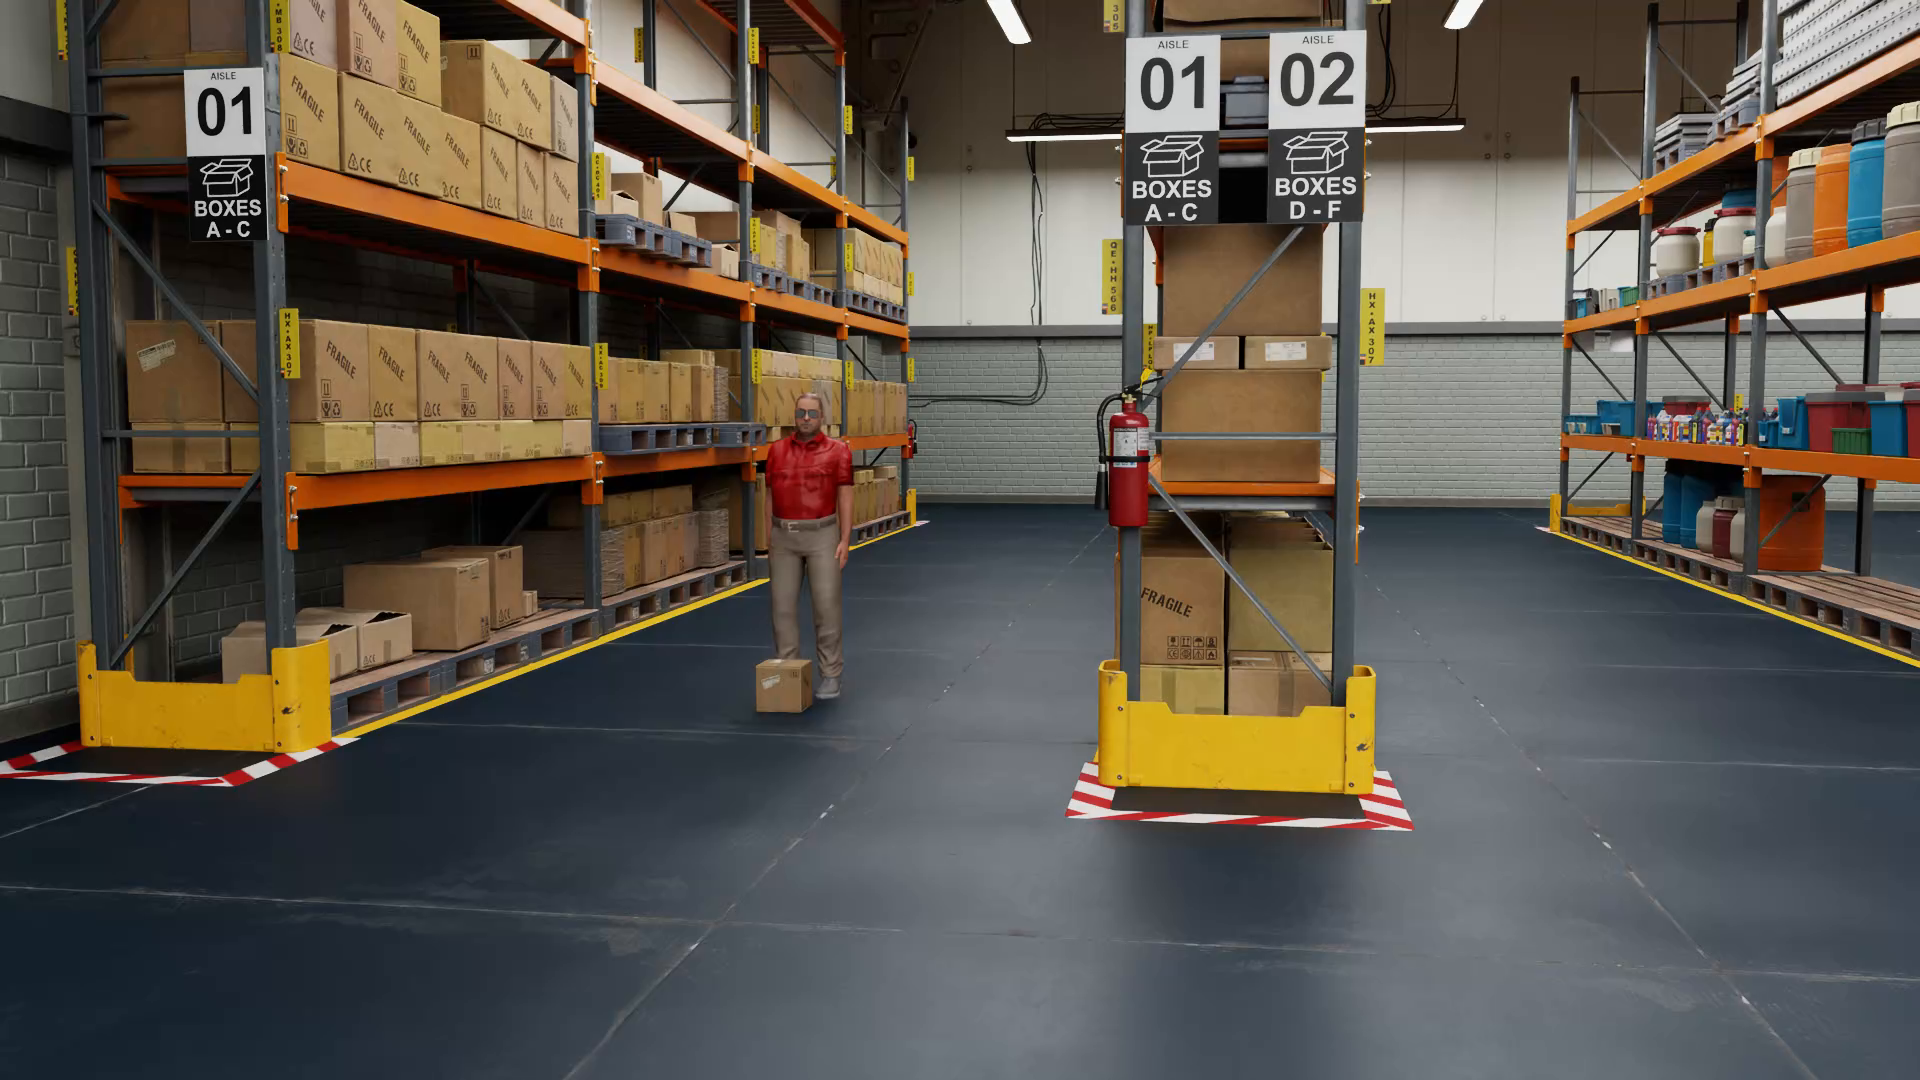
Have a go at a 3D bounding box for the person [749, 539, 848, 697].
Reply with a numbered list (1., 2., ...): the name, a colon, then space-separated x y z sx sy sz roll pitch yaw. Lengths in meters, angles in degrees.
1. person: -0.881 0.432 9.380 0.564 0.931 0.880 1 4 8
